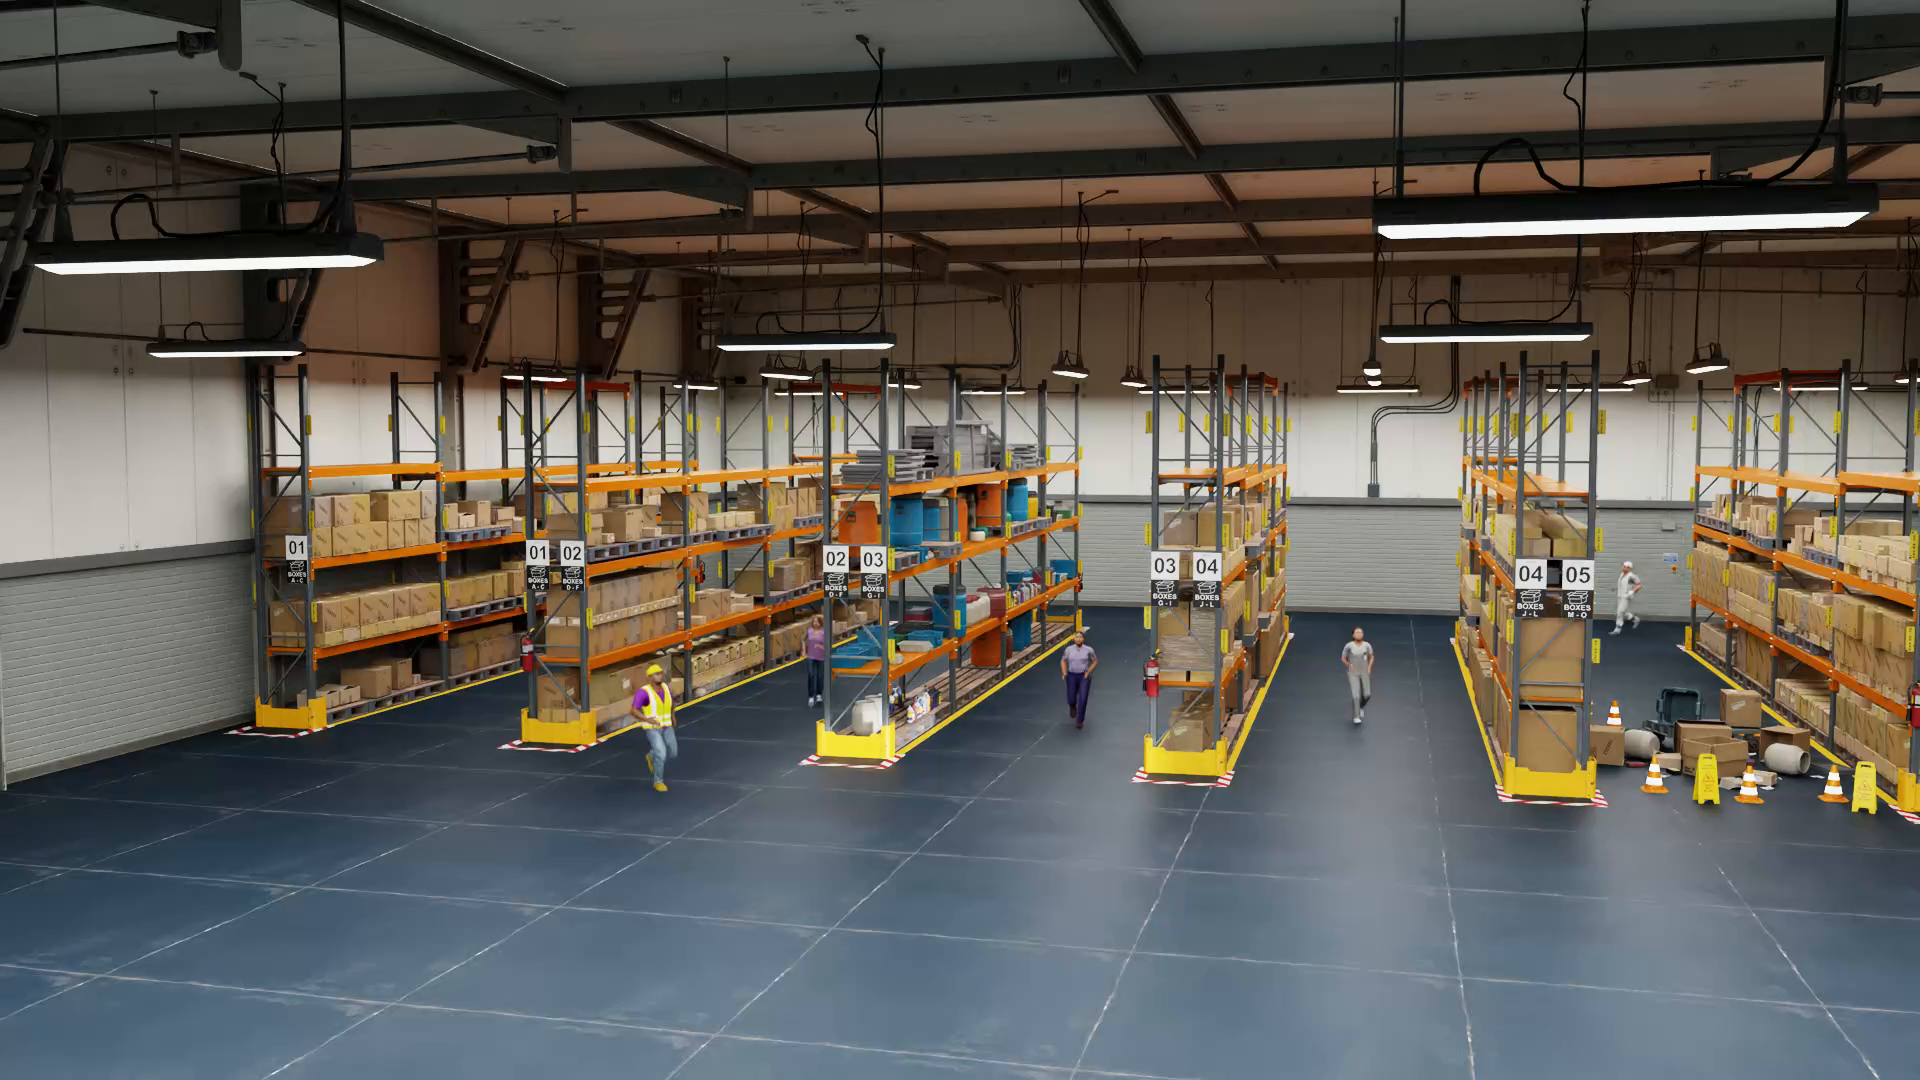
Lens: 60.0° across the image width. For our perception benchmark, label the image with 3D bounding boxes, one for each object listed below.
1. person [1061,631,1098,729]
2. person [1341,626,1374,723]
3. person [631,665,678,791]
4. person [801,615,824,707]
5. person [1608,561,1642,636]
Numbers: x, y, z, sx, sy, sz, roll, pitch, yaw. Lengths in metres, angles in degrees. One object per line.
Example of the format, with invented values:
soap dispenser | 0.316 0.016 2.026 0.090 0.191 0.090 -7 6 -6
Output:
person | 1.976 2.317 27.614 0.616 1.596 0.550 1 4 8
person | 6.688 2.261 27.922 0.560 1.622 0.577 0 4 2
person | -4.197 2.572 22.905 0.584 1.724 0.748 3 5 39
person | -2.577 2.157 29.684 0.503 1.630 0.694 0 4 -5
person | 15.861 1.389 39.561 0.889 1.766 0.655 -1 4 -11
